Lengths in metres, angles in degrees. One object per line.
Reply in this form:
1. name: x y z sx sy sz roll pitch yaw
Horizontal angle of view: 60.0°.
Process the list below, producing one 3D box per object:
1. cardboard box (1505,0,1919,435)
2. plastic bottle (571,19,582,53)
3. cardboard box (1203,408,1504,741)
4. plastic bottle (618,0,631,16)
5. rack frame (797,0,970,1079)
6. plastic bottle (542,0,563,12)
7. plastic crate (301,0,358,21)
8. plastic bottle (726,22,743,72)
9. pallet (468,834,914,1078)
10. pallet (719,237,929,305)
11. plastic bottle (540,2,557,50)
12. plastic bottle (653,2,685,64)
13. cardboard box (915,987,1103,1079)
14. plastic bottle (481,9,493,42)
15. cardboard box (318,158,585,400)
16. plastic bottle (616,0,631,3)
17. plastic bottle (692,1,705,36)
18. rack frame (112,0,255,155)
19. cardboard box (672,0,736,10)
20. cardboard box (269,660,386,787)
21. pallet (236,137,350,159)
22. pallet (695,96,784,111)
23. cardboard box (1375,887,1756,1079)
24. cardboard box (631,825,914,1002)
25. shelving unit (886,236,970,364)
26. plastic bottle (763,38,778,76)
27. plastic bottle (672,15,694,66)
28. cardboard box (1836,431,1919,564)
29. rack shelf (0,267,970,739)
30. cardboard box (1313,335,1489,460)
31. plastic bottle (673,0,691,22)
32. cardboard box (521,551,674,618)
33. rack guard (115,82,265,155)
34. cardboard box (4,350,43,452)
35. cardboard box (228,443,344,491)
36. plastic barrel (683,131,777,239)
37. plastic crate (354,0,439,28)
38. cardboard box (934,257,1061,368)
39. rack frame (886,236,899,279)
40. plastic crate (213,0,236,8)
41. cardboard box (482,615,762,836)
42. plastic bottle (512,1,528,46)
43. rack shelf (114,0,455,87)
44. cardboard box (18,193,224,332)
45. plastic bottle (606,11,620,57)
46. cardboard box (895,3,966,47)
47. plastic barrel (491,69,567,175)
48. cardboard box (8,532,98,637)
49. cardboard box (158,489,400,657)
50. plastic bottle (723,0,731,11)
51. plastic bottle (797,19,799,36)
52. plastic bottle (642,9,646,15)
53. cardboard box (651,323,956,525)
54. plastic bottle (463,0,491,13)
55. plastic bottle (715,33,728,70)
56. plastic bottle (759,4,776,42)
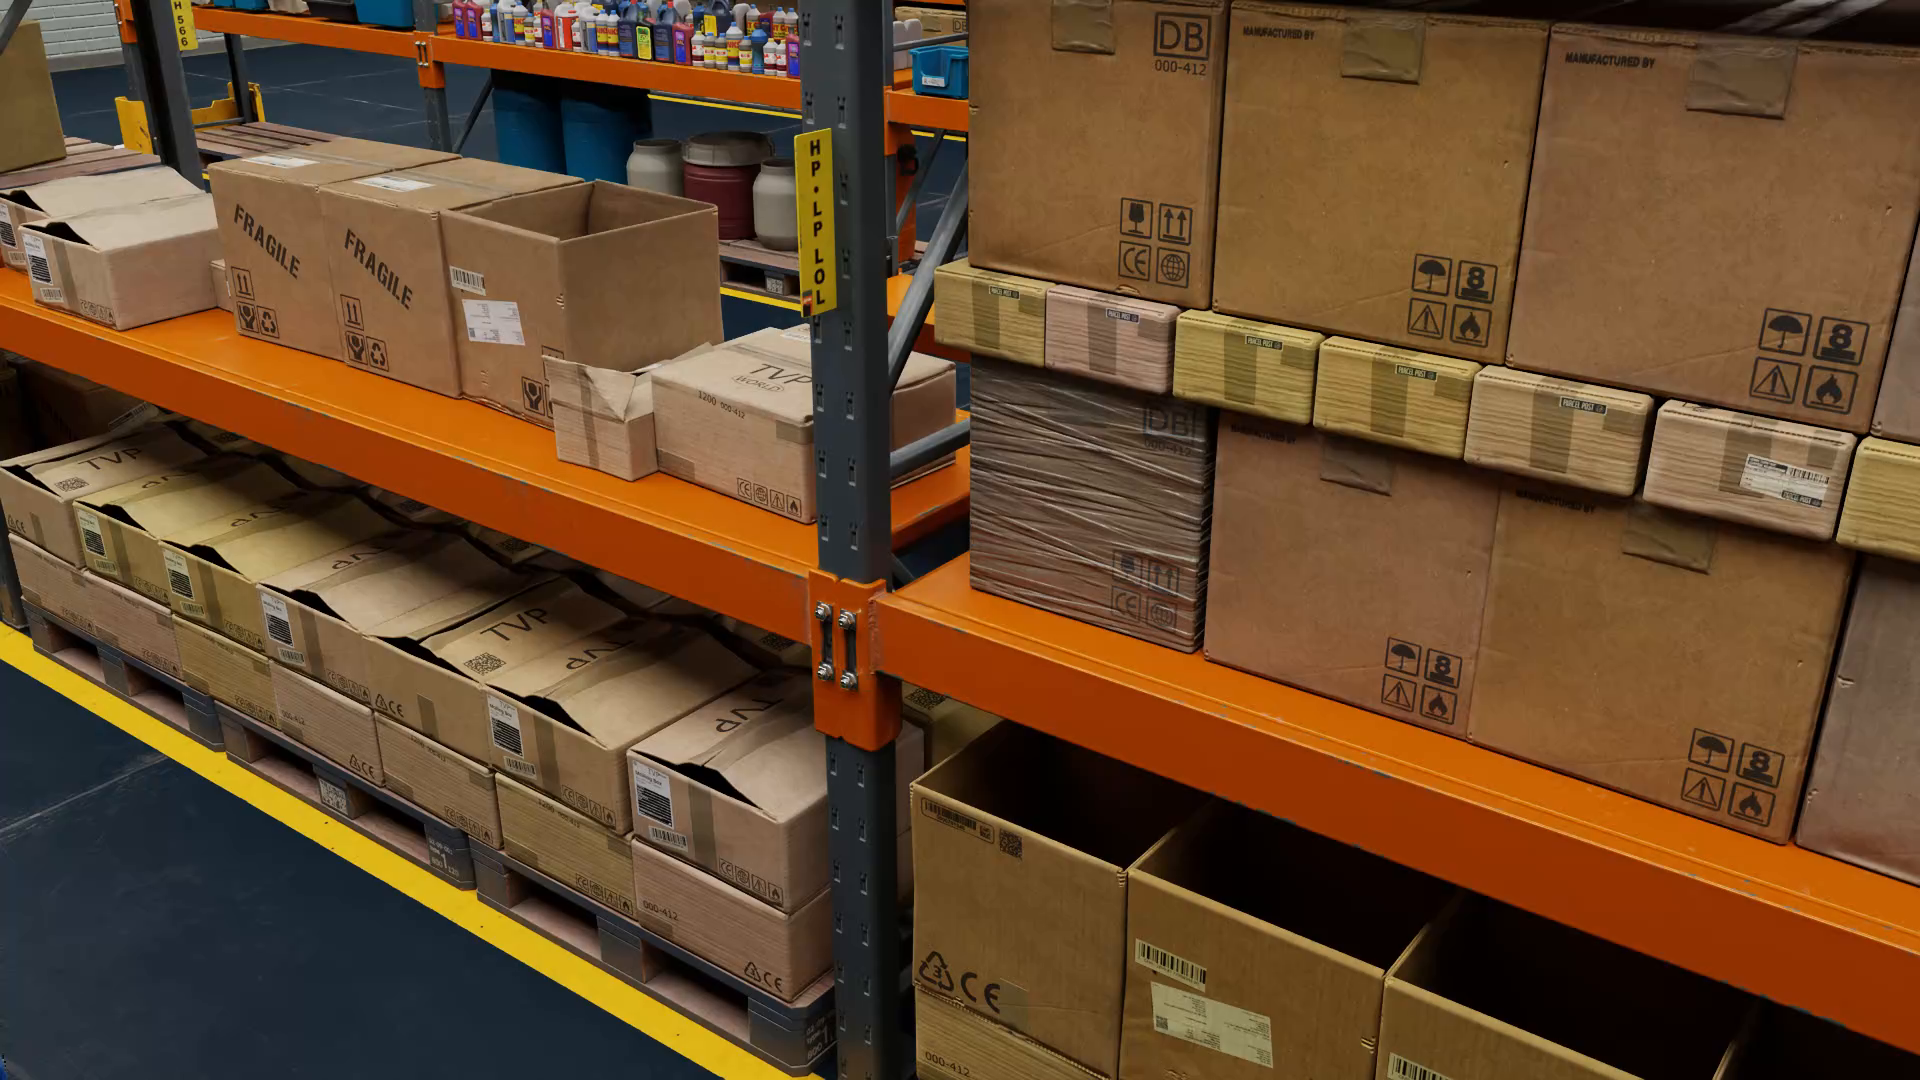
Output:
1. cardboard box: 1.227 -0.540 2.522 0.500 0.500 0.700 17 29 33
2. plastic bottle: -2.406 -3.194 10.525 0.097 0.201 0.097 0 24 0
3. cardboard box: 0.847 -0.064 3.051 0.500 0.500 0.700 16 29 33
4. plastic bottle: -2.220 -3.476 11.078 0.097 0.271 0.097 0 24 0
5. rack frame: 0.063 -0.249 3.594 0.127 3.000 1.000 17 29 33
6. plastic bottle: -2.856 -3.733 11.656 0.135 0.276 0.152 17 29 33
7. plastic crate: -4.422 -3.866 12.071 0.590 0.125 0.437 17 29 33
8. plastic bottle: -1.321 -2.898 9.767 0.097 0.271 0.097 0 24 0
9. pallet: -0.550 0.862 4.532 1.213 0.211 1.003 17 29 33
10. pallet: -0.820 -1.714 10.379 1.213 0.211 1.003 17 29 33
11. plastic bottle: -2.617 -3.286 10.633 0.133 0.283 0.061 17 29 33
12. plastic bottle: -1.761 -3.079 10.080 0.185 0.351 0.144 17 29 33
13. cardboard box: 0.252 1.027 3.588 0.500 0.250 0.500 17 29 33
14. plastic bottle: -3.118 -3.409 11.013 0.097 0.201 0.097 0 24 0
15. cardboard box: -1.364 -0.734 4.572 0.500 0.500 0.500 17 29 33
16. plastic bottle: -2.285 -3.597 11.254 0.185 0.351 0.144 17 29 33
17. plastic bottle: -1.687 -3.361 10.817 0.097 0.271 0.097 0 24 0
18. rack frame: -6.566 -4.748 13.806 0.127 3.000 1.000 17 29 33
19. cardboard box: -2.307 -5.217 16.984 0.875 0.875 0.875 17 29 33
20. cardboard box: -1.663 0.441 4.919 0.500 0.250 0.500 18 29 34
21. pallet: -4.957 -2.965 13.217 1.213 0.211 1.003 17 29 33
22. pallet: -1.937 -4.606 16.943 1.213 0.211 1.003 17 29 33
23. cardboard box: 1.046 0.929 2.880 0.500 0.500 0.500 17 29 33
24. cardboard box: -0.443 0.811 4.079 0.500 0.250 0.500 16 29 33
25. shelving unit: -0.005 -0.516 6.527 1.048 1.125 0.538 17 29 33
26. plastic bottle: -1.088 -2.796 9.621 0.097 0.201 0.097 0 24 0
27. plastic bottle: -1.658 -2.996 9.975 0.133 0.283 0.061 17 29 33
28. cardboard box: 1.403 -0.090 2.307 0.250 0.149 0.380 17 29 33
29. rack shelf: -1.538 -0.403 4.837 4.000 0.370 1.077 17 29 33
30. cardboard box: 0.781 -0.278 2.733 0.250 0.149 0.380 17 29 33
31. plastic bottle: -1.867 -3.434 10.977 0.135 0.276 0.152 17 29 33
32. cardboard box: -0.931 0.133 4.922 0.500 0.311 0.500 16 28 32
33. rack guard: -6.593 -3.606 14.313 0.348 0.500 1.175 17 29 33
34. cardboard box: -3.753 -0.601 6.947 0.500 0.500 0.500 16 28 31
35. cardboard box: -2.151 -0.236 5.759 0.500 0.311 0.500 16 29 33
36. plastic barrel: -1.470 -2.288 10.692 0.708 0.588 0.600 17 29 33
37. plastic crate: -3.943 -3.804 11.608 0.575 0.384 0.392 17 29 33
38. cardboard box: 0.162 -0.464 3.154 0.250 0.149 0.380 17 29 33
39. rack frame: -0.412 -0.639 6.806 0.032 1.125 0.500 17 29 33
40. plastic crate: -5.512 -4.214 12.728 0.300 0.233 0.416 17 29 33
41. cardboard box: -0.853 0.431 4.244 0.500 0.311 0.500 18 29 35
42. plastic bottle: -2.854 -3.361 10.819 0.097 0.271 0.097 0 24 0
43. rack shelf: -4.965 -3.935 12.853 4.000 0.370 1.077 17 29 33
44. cardboard box: -2.539 -0.897 5.175 0.500 0.311 0.500 16 29 33
45. plastic bottle: -2.142 -3.146 10.331 0.097 0.271 0.097 0 24 0
46. cardboard box: 0.130 -4.450 15.244 0.875 0.875 1.225 17 29 33
47. plastic barrel: -2.940 -2.875 11.638 0.708 0.901 0.600 17 29 33
48. cardboard box: -2.895 0.071 5.757 0.500 0.250 0.500 17 29 33
49. cardboard box: -2.063 0.063 5.080 0.500 0.311 0.500 16 28 32
50. plastic bottle: -1.552 -3.375 10.751 0.185 0.351 0.144 17 29 33
51. plastic bottle: -0.951 -3.184 10.400 0.133 0.283 0.061 17 29 33
52. plastic bottle: -1.978 -3.169 10.383 0.097 0.271 0.097 0 24 0
53. cardboard box: -0.357 -0.285 3.863 0.500 0.250 0.500 19 30 36
54. plastic bottle: -3.245 -3.559 11.167 0.185 0.351 0.144 17 29 33
55. plastic bottle: -1.399 -2.890 9.835 0.097 0.201 0.097 0 24 0
56. plastic bottle: -1.214 -3.263 10.580 0.133 0.283 0.061 17 29 33
